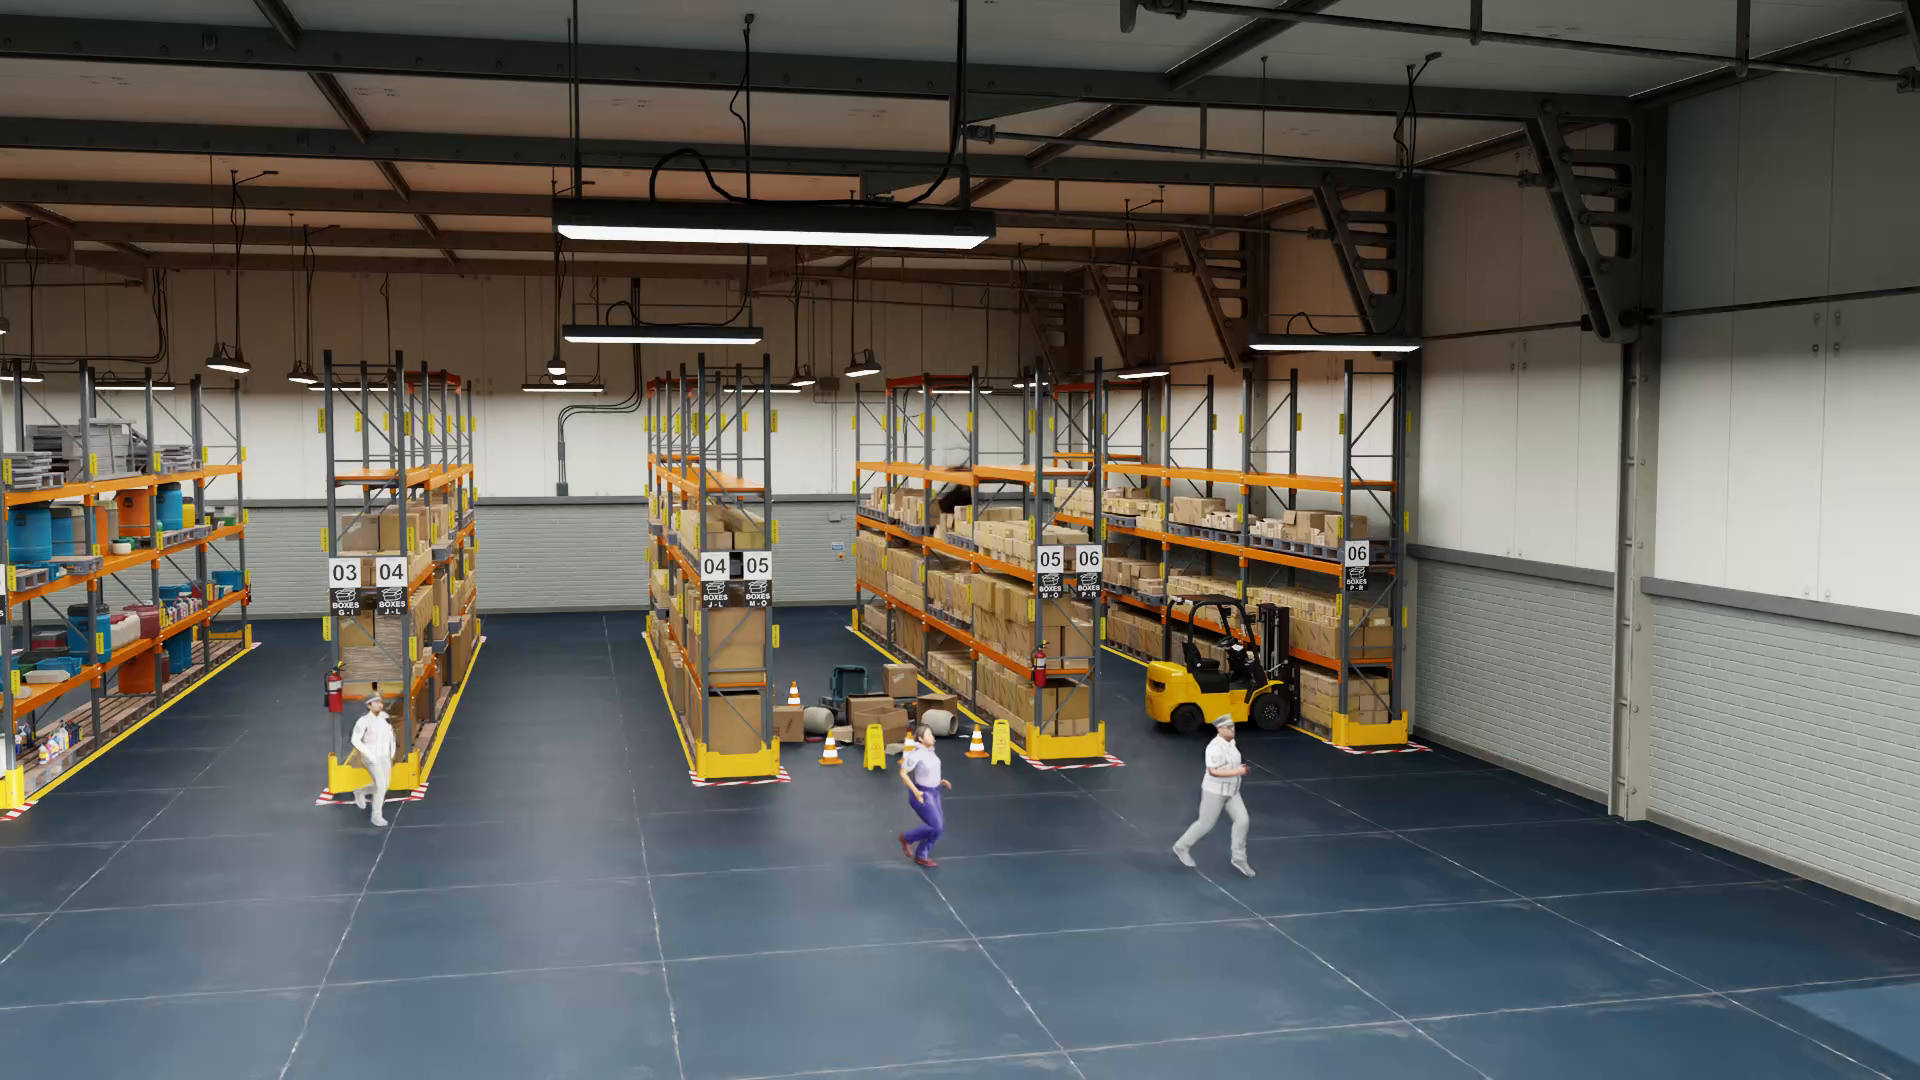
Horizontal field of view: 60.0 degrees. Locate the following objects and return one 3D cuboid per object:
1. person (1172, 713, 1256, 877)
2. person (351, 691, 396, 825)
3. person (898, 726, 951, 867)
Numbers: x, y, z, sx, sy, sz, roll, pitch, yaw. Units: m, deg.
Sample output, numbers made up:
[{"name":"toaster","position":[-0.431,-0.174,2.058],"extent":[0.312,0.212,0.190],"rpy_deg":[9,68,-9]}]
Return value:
[{"name":"person","position":[2.874,2.828,18.600],"extent":[0.932,1.838,0.671],"rpy_deg":[3,5,38]},{"name":"person","position":[-7.417,2.726,20.944],"extent":[0.619,1.686,0.643],"rpy_deg":[2,5,28]},{"name":"person","position":[-0.387,2.902,18.828],"extent":[0.549,1.606,0.607],"rpy_deg":[2,4,23]}]
